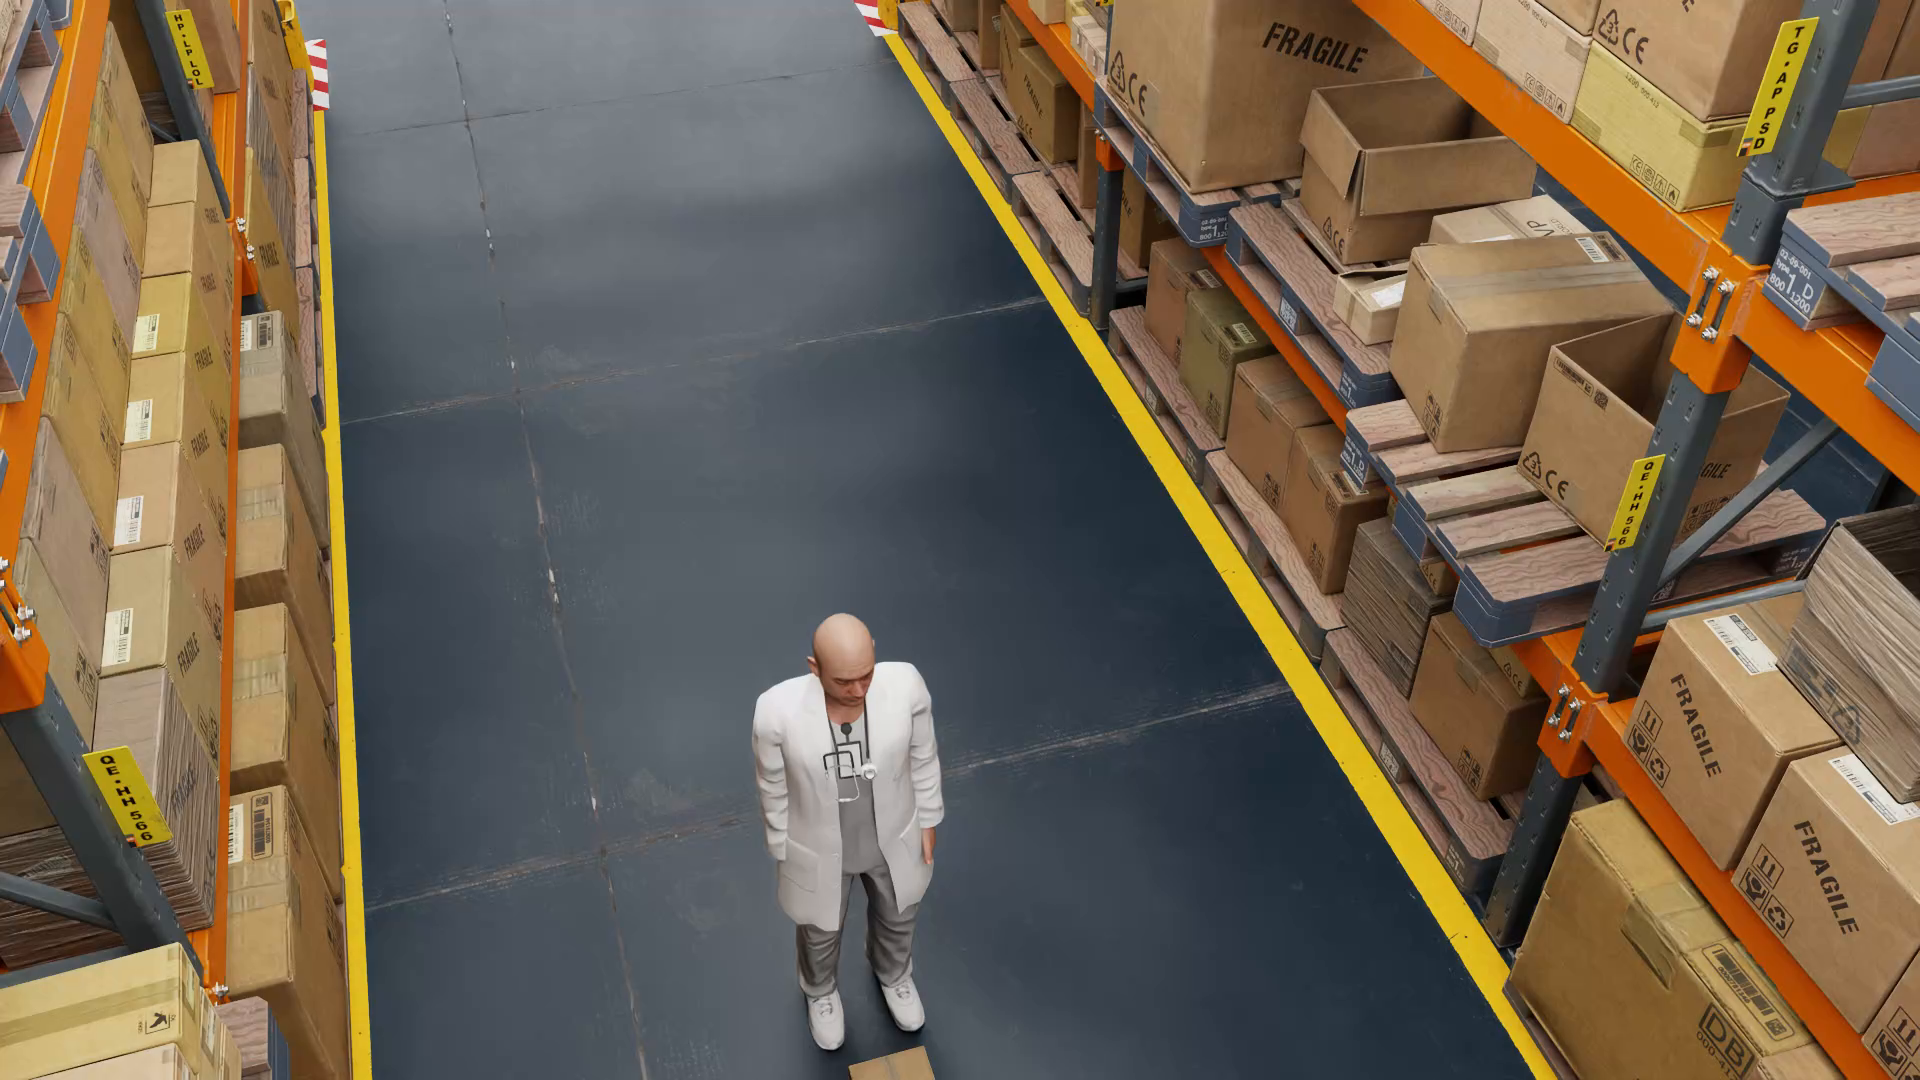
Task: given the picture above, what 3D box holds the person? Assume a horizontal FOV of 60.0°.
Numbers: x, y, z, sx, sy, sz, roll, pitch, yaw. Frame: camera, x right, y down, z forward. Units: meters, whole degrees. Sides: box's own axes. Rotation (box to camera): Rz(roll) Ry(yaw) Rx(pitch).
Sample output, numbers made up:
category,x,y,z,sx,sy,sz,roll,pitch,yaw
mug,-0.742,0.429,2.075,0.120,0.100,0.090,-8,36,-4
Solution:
category,x,y,z,sx,sy,sz,roll,pitch,yaw
person,-0.319,0.916,5.149,0.562,1.779,0.388,-11,43,-12
